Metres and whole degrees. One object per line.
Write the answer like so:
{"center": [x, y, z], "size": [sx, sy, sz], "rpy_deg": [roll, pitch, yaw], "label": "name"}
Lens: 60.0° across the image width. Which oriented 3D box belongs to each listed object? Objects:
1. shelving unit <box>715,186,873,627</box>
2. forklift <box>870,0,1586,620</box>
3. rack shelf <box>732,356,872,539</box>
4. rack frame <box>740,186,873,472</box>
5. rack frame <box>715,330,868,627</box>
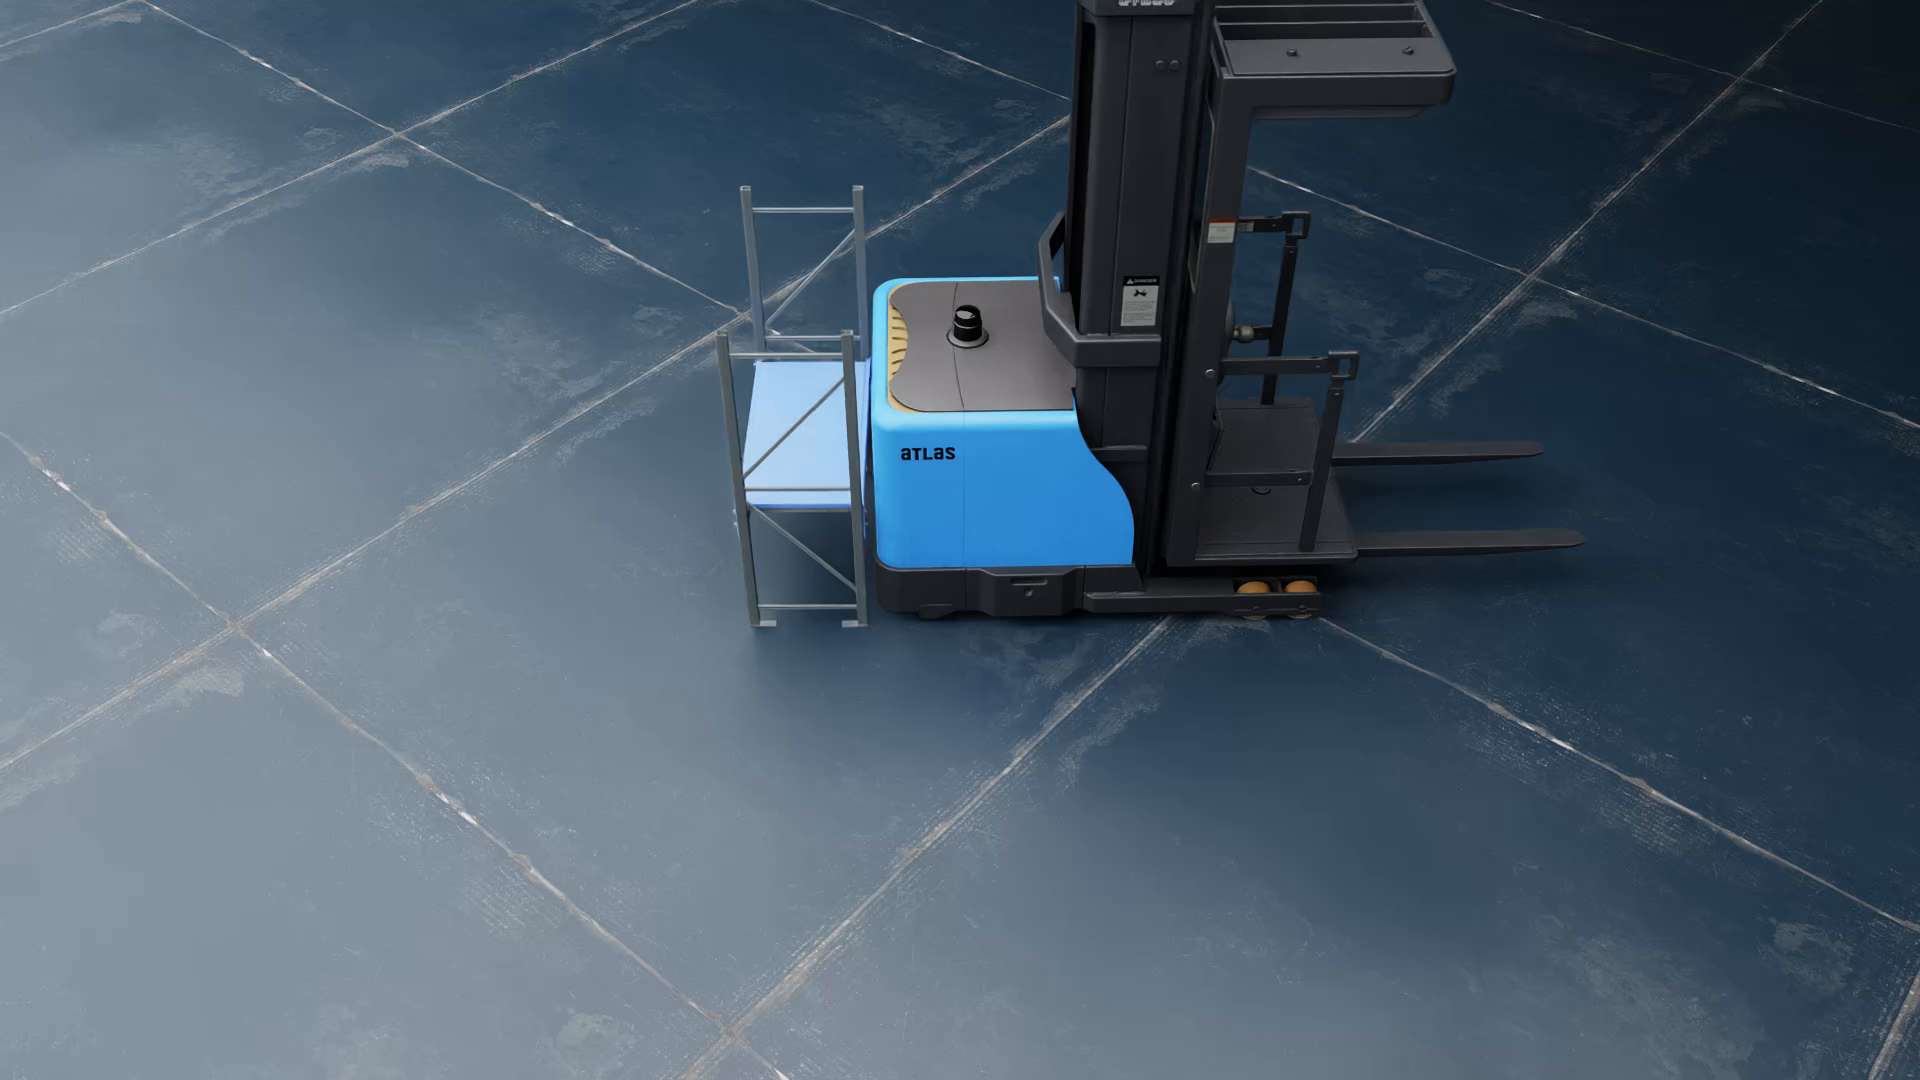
{"center": [-0.642, -0.539, 6.911], "size": [0.538, 1.500, 1.048], "rpy_deg": [0, 42, 0], "label": "shelving unit"}
{"center": [1.147, -1.105, 6.469], "size": [3.031, 2.935, 1.130], "rpy_deg": [-1, 42, -1], "label": "forklift"}
{"center": [-0.642, -0.406, 7.032], "size": [0.538, 0.185, 1.000], "rpy_deg": [0, 42, 0], "label": "rack shelf"}
{"center": [-0.645, -0.881, 7.287], "size": [0.500, 1.500, 0.032], "rpy_deg": [0, 42, 0], "label": "rack frame"}
{"center": [-0.639, -0.197, 6.535], "size": [0.500, 1.500, 0.032], "rpy_deg": [0, 42, 0], "label": "rack frame"}
